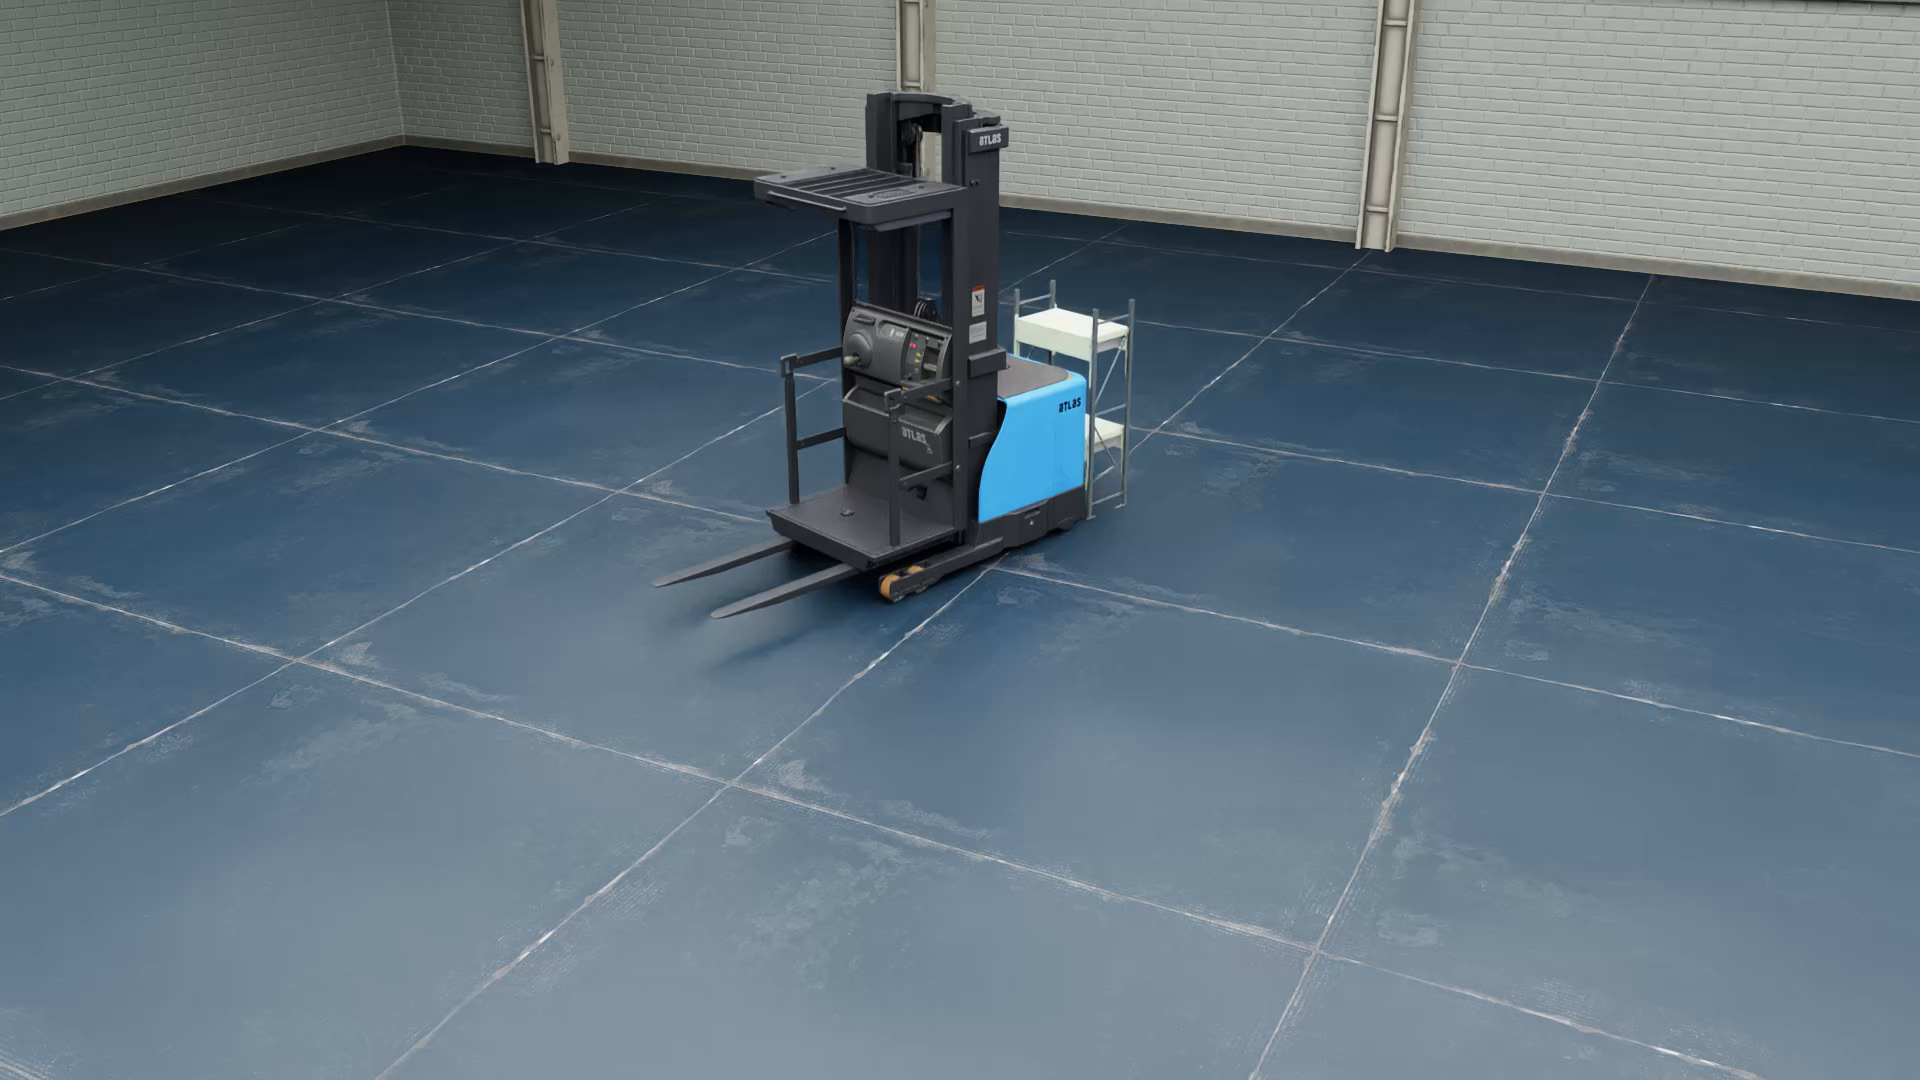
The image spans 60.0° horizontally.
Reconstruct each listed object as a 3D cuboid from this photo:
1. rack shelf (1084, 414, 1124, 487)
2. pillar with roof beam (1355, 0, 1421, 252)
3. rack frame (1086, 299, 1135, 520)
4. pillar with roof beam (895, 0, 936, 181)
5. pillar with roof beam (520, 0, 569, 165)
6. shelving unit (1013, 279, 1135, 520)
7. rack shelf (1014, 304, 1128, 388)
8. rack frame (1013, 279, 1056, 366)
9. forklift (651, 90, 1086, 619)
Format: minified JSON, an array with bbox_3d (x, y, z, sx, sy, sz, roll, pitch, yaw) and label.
[{"bbox_3d":[0.777,-0.690,11.788,0.431,0.370,0.720,-21,31,-40],"label":"rack shelf"},{"bbox_3d":[2.851,-6.014,13.893,0.400,9.000,9.100,11,25,25],"label":"pillar with roof beam"},{"bbox_3d":[1.030,-0.886,11.418,0.400,1.500,0.023,-21,31,-40],"label":"rack frame"},{"bbox_3d":[-2.503,-7.074,16.385,0.400,9.000,9.100,11,25,25],"label":"pillar with roof beam"},{"bbox_3d":[-7.858,-8.133,18.876,0.400,9.000,9.100,11,25,25],"label":"pillar with roof beam"},{"bbox_3d":[0.777,-0.990,11.661,0.431,1.500,0.755,-21,31,-40],"label":"shelving unit"},{"bbox_3d":[0.777,-1.349,11.508,0.431,0.370,0.720,-21,31,-40],"label":"rack shelf"},{"bbox_3d":[0.523,-1.093,11.904,0.400,1.500,0.023,-21,31,-40],"label":"rack frame"},{"bbox_3d":[-0.552,-1.195,10.314,3.031,2.935,1.130,-21,31,-40],"label":"forklift"}]
